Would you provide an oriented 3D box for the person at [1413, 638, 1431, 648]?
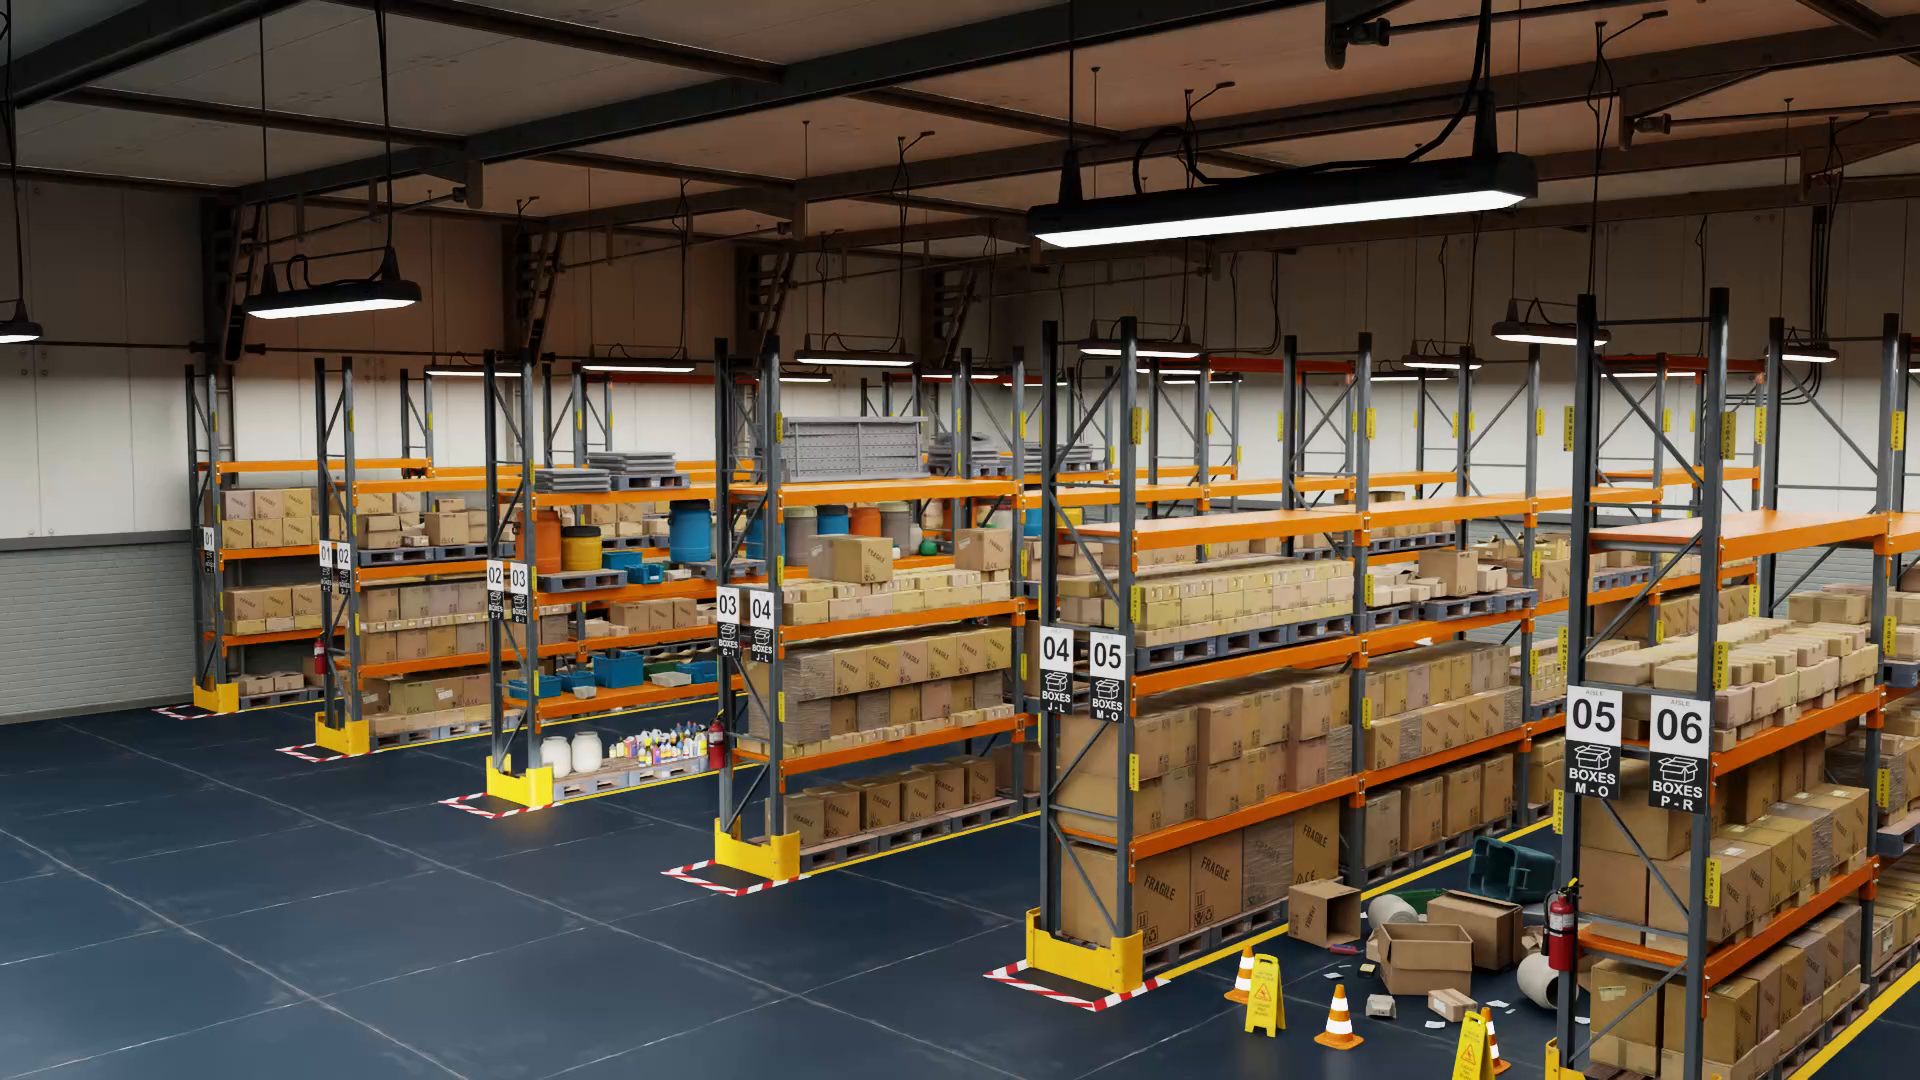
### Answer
[{"bbox_3d":[7.407,2.324,26.115,0.708,1.685,0.708,-3,6,-37],"label":"person"}]
